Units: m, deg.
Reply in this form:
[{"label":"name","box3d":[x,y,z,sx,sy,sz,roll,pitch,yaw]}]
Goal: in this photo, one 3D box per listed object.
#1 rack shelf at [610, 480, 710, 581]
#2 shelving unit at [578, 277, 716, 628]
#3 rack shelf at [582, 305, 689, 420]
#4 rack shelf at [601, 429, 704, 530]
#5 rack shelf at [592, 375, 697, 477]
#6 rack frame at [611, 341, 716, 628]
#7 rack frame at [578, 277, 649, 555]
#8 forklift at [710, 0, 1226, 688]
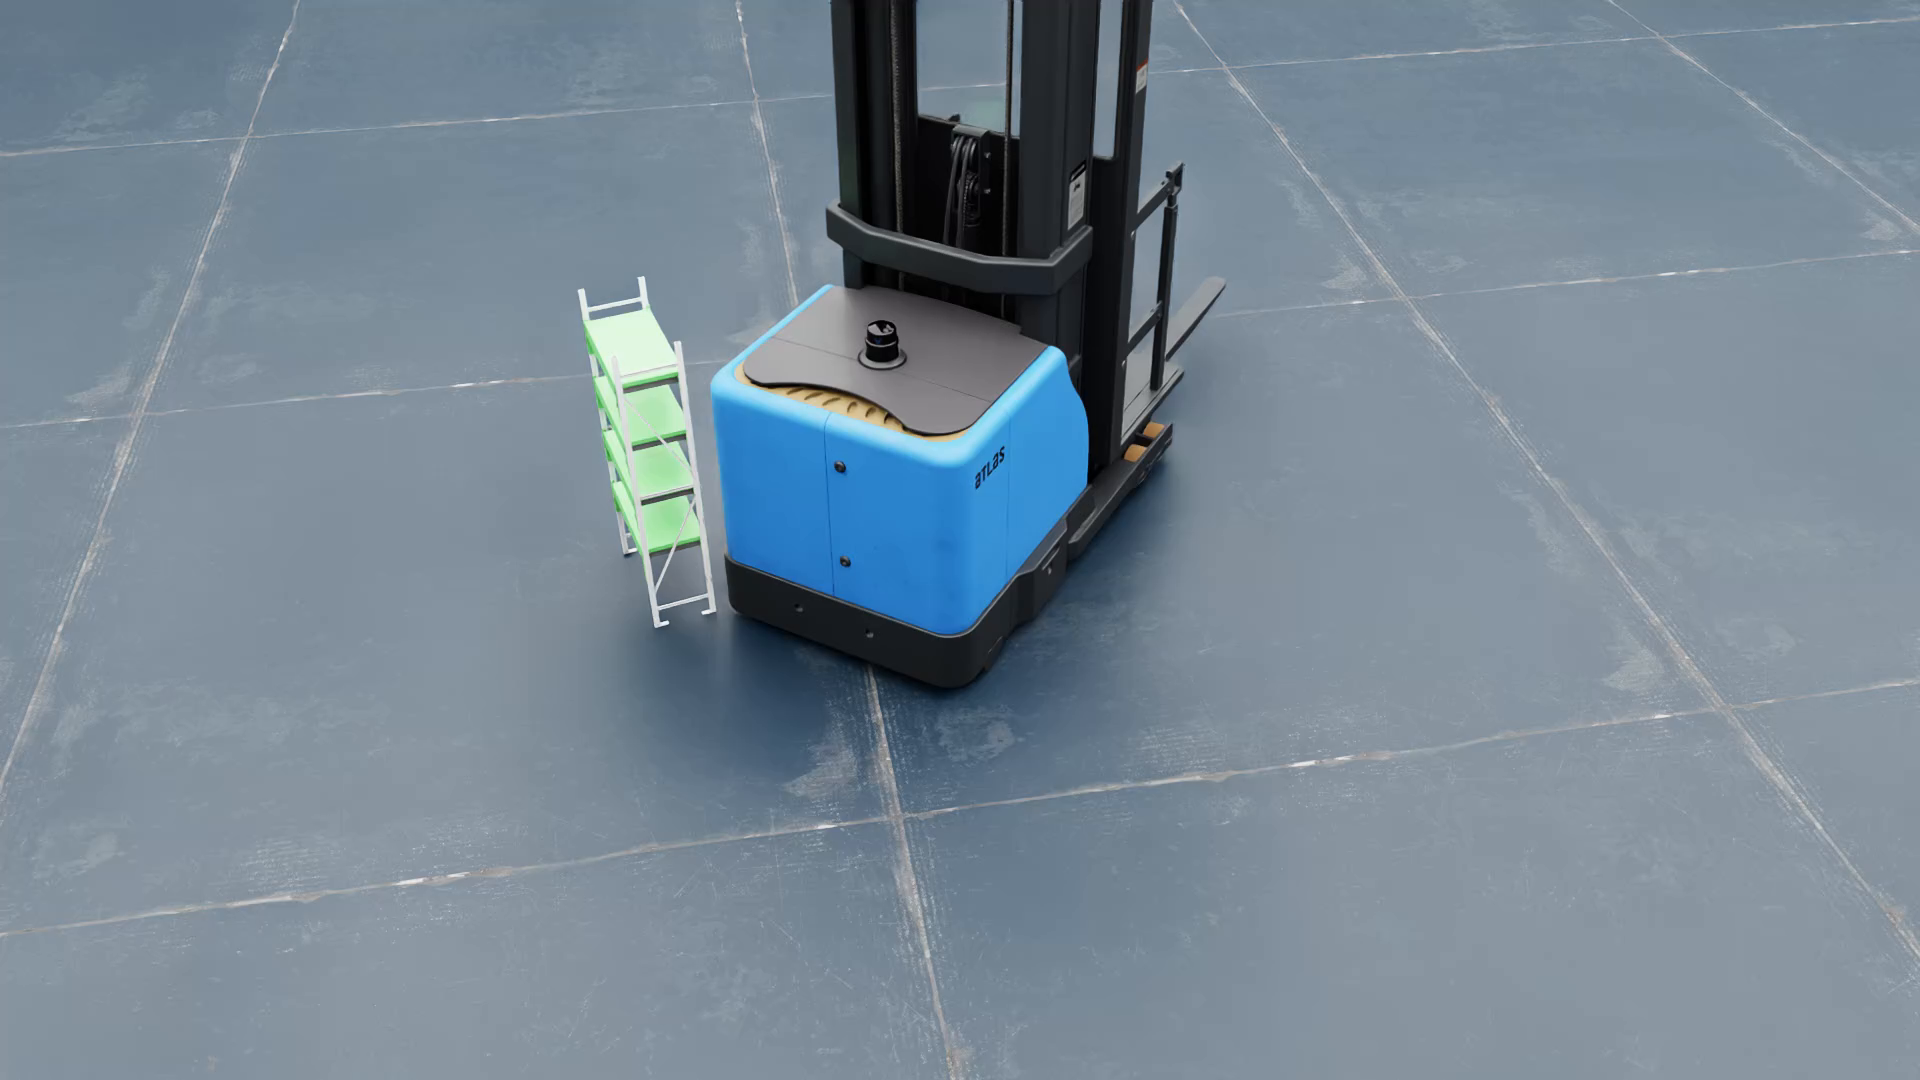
[{"label":"rack shelf","box3d":[-1.148,-0.070,6.355,0.258,0.148,0.480,-15,40,-18]},{"label":"shelving unit","box3d":[-1.151,-0.309,6.167,0.258,1.200,0.503,-15,40,-18]},{"label":"rack shelf","box3d":[-1.155,-0.637,5.911,0.258,0.148,0.480,-15,40,-18]},{"label":"rack shelf","box3d":[-1.150,-0.259,6.207,0.258,0.148,0.480,-15,40,-18]},{"label":"rack shelf","box3d":[-1.153,-0.448,6.059,0.258,0.148,0.480,-15,40,-18]},{"label":"rack frame","box3d":[-1.056,-0.171,5.990,0.240,1.200,0.015,-15,40,-18]},{"label":"rack frame","box3d":[-1.246,-0.447,6.345,0.240,1.200,0.015,-15,40,-18]},{"label":"forklift","box3d":[0.264,-1.518,6.314,1.130,2.935,3.031,18,41,22]}]
